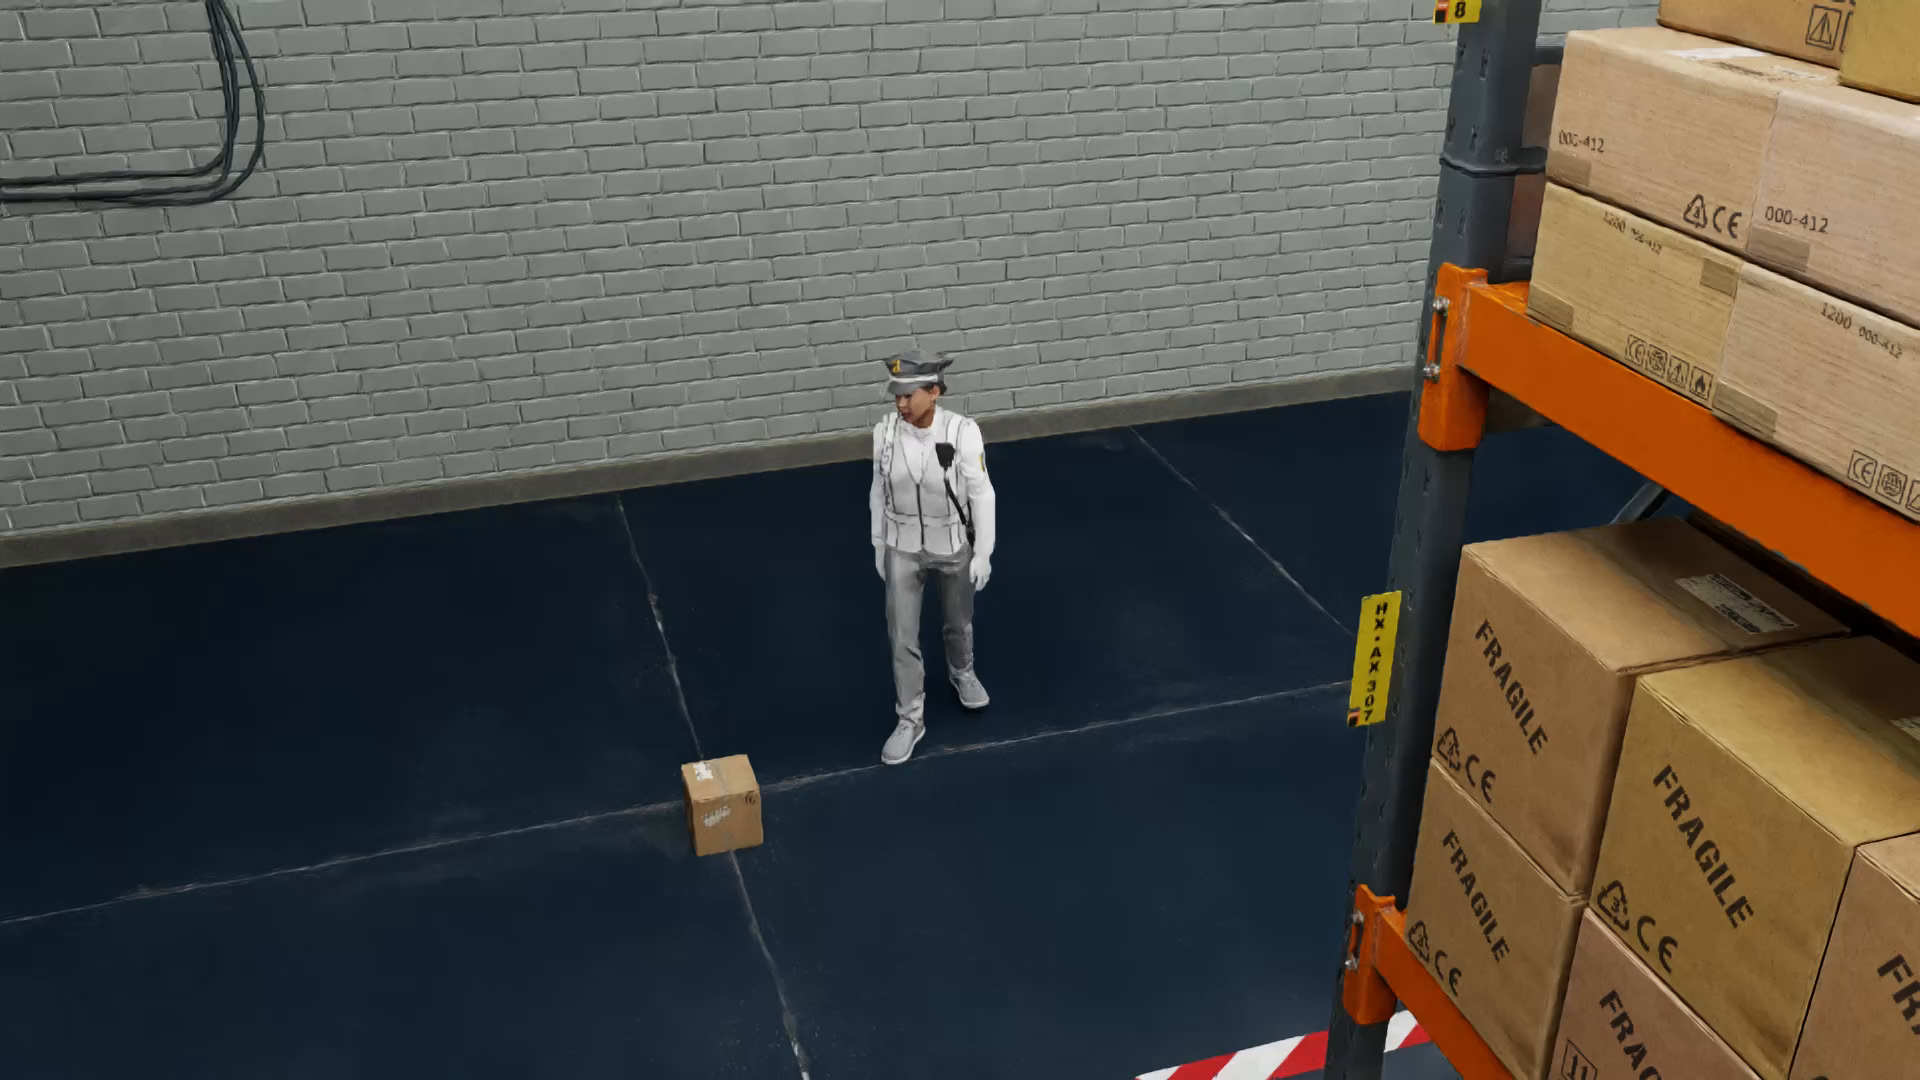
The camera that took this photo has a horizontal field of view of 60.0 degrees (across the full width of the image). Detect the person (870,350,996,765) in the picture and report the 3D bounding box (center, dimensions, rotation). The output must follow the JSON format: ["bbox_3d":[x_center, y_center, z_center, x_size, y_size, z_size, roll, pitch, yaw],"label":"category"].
[{"bbox_3d":[-0.106,0.024,6.554,0.503,1.668,0.657,4,27,8],"label":"person"}]
